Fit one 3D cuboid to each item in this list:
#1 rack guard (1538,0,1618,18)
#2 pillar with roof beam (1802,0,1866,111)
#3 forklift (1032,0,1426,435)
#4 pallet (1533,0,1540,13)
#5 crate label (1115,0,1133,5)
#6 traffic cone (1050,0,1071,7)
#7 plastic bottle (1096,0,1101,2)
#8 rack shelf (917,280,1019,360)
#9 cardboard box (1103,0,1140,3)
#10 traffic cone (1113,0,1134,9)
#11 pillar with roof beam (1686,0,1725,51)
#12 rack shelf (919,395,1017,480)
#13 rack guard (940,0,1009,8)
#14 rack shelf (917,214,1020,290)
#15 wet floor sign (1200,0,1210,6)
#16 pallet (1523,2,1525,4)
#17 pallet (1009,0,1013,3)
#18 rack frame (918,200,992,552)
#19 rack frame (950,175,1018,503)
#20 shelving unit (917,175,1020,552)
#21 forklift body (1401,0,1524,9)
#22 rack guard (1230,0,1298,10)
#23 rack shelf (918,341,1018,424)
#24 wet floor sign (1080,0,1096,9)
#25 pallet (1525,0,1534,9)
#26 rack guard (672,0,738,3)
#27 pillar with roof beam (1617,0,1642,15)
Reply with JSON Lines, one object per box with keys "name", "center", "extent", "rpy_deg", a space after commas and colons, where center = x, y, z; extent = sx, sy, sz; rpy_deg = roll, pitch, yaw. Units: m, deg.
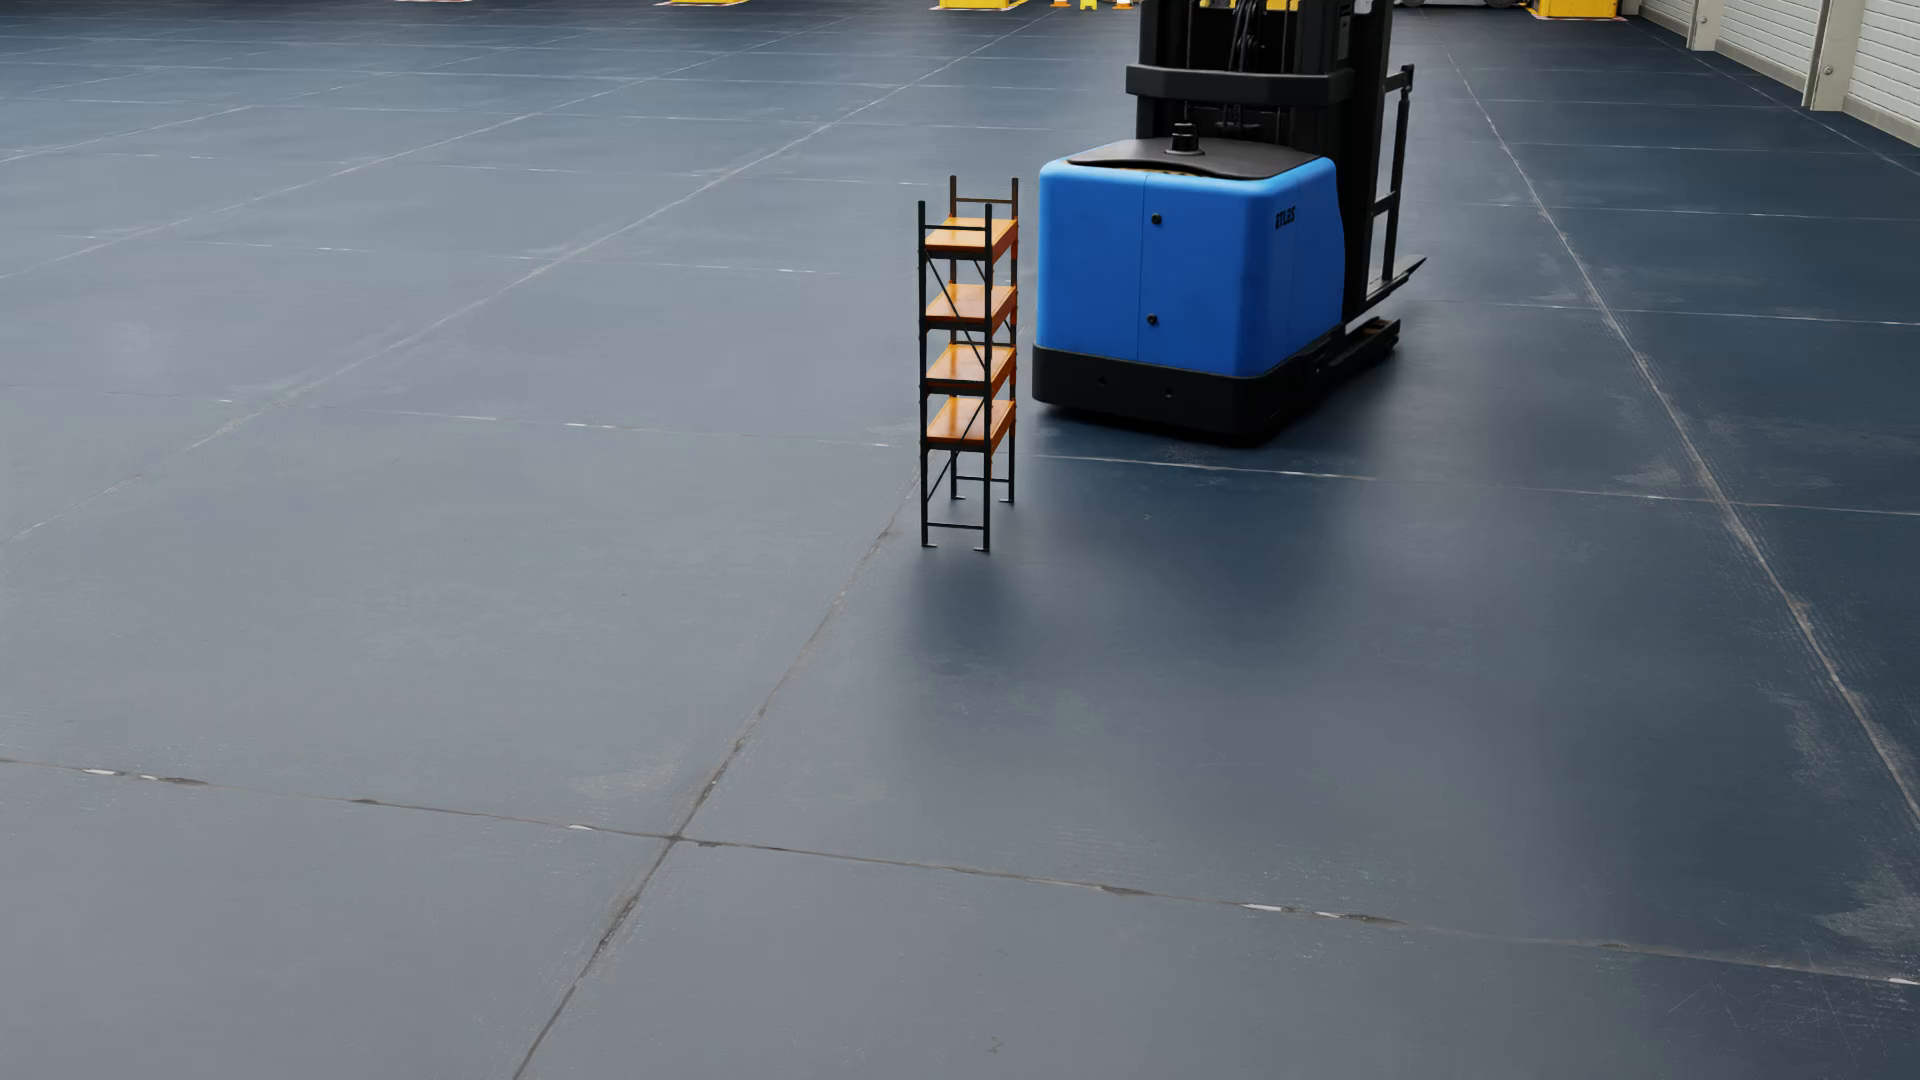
{"name": "rack guard", "center": [9.971, -8.704, 26.796], "extent": [1.175, 0.500, 0.348], "rpy_deg": [4, 22, 11]}
{"name": "pillar with roof beam", "center": [4.338, -8.780, 15.609], "extent": [9.100, 9.000, 0.400], "rpy_deg": [4, 22, 11]}
{"name": "forklift", "center": [1.495, -2.287, 7.608], "extent": [1.130, 2.935, 3.031], "rpy_deg": [12, 25, 28]}
{"name": "pallet", "center": [10.091, -8.861, 27.574], "extent": [1.003, 0.211, 1.213], "rpy_deg": [4, 22, 11]}
{"name": "crate label", "center": [2.885, -9.429, 29.083], "extent": [0.250, 0.136, 0.298], "rpy_deg": [-7, 23, -17]}
{"name": "traffic cone", "center": [1.748, -9.499, 28.819], "extent": [0.336, 0.463, 0.334], "rpy_deg": [4, 22, 11]}
{"name": "plastic bottle", "center": [2.446, -9.755, 29.994], "extent": [0.133, 0.061, 0.283], "rpy_deg": [-3, 22, -8]}
{"name": "rack shelf", "center": [0.034, -0.762, 5.721], "extent": [0.258, 0.148, 0.480], "rpy_deg": [4, 22, 11]}
{"name": "cardboard box", "center": [2.996, -9.926, 29.827], "extent": [0.797, 0.503, 0.637], "rpy_deg": [-11, 25, -26]}
{"name": "traffic cone", "center": [2.785, -9.288, 28.296], "extent": [0.336, 0.463, 0.334], "rpy_deg": [4, 22, 11]}
{"name": "pillar with roof beam", "center": [5.562, -10.975, 21.058], "extent": [9.100, 9.000, 0.400], "rpy_deg": [4, 22, 11]}
{"name": "rack shelf", "center": [0.034, -0.371, 5.879], "extent": [0.258, 0.148, 0.480], "rpy_deg": [4, 22, 11]}
{"name": "rack guard", "center": [0.245, -9.421, 28.577], "extent": [1.175, 0.500, 0.348], "rpy_deg": [4, 22, 11]}
{"name": "rack shelf", "center": [0.034, -0.982, 5.633], "extent": [0.258, 0.148, 0.480], "rpy_deg": [4, 22, 11]}
{"name": "wet floor sign", "center": [4.030, -9.169, 27.756], "extent": [0.267, 0.644, 0.232], "rpy_deg": [13, 25, 29]}
{"name": "pallet", "center": [10.589, -9.754, 29.789], "extent": [1.003, 0.211, 1.213], "rpy_deg": [4, 22, 11]}
{"name": "pallet", "center": [0.336, -9.594, 29.394], "extent": [1.003, 0.211, 1.213], "rpy_deg": [4, 22, 11]}
{"name": "rack frame", "center": [-0.016, -0.528, 5.558], "extent": [0.240, 1.200, 0.015], "rpy_deg": [4, 22, 11]}
{"name": "rack frame", "center": [0.084, -0.706, 6.001], "extent": [0.240, 1.200, 0.015], "rpy_deg": [4, 22, 11]}
{"name": "shelving unit", "center": [0.034, -0.617, 5.780], "extent": [0.258, 1.200, 0.503], "rpy_deg": [4, 22, 11]}
{"name": "forklift body", "center": [8.577, -10.311, 28.576], "extent": [2.313, 2.155, 1.214], "rpy_deg": [4, 22, 11]}
{"name": "rack guard", "center": [5.132, -9.117, 27.822], "extent": [1.175, 0.500, 0.348], "rpy_deg": [4, 22, 11]}
{"name": "rack shelf", "center": [0.034, -0.555, 5.805], "extent": [0.258, 0.148, 0.480], "rpy_deg": [4, 22, 11]}
{"name": "wet floor sign", "center": [2.182, -9.336, 28.170], "extent": [0.267, 0.644, 0.232], "rpy_deg": [1, 22, 2]}
{"name": "pallet", "center": [10.342, -9.306, 28.678], "extent": [1.003, 0.211, 1.213], "rpy_deg": [4, 22, 11]}
{"name": "rack guard", "center": [-4.570, -9.873, 29.698], "extent": [1.175, 0.500, 0.348], "rpy_deg": [4, 22, 11]}
{"name": "pillar with roof beam", "center": [6.786, -13.169, 26.506], "extent": [9.100, 9.000, 0.400], "rpy_deg": [4, 22, 11]}
